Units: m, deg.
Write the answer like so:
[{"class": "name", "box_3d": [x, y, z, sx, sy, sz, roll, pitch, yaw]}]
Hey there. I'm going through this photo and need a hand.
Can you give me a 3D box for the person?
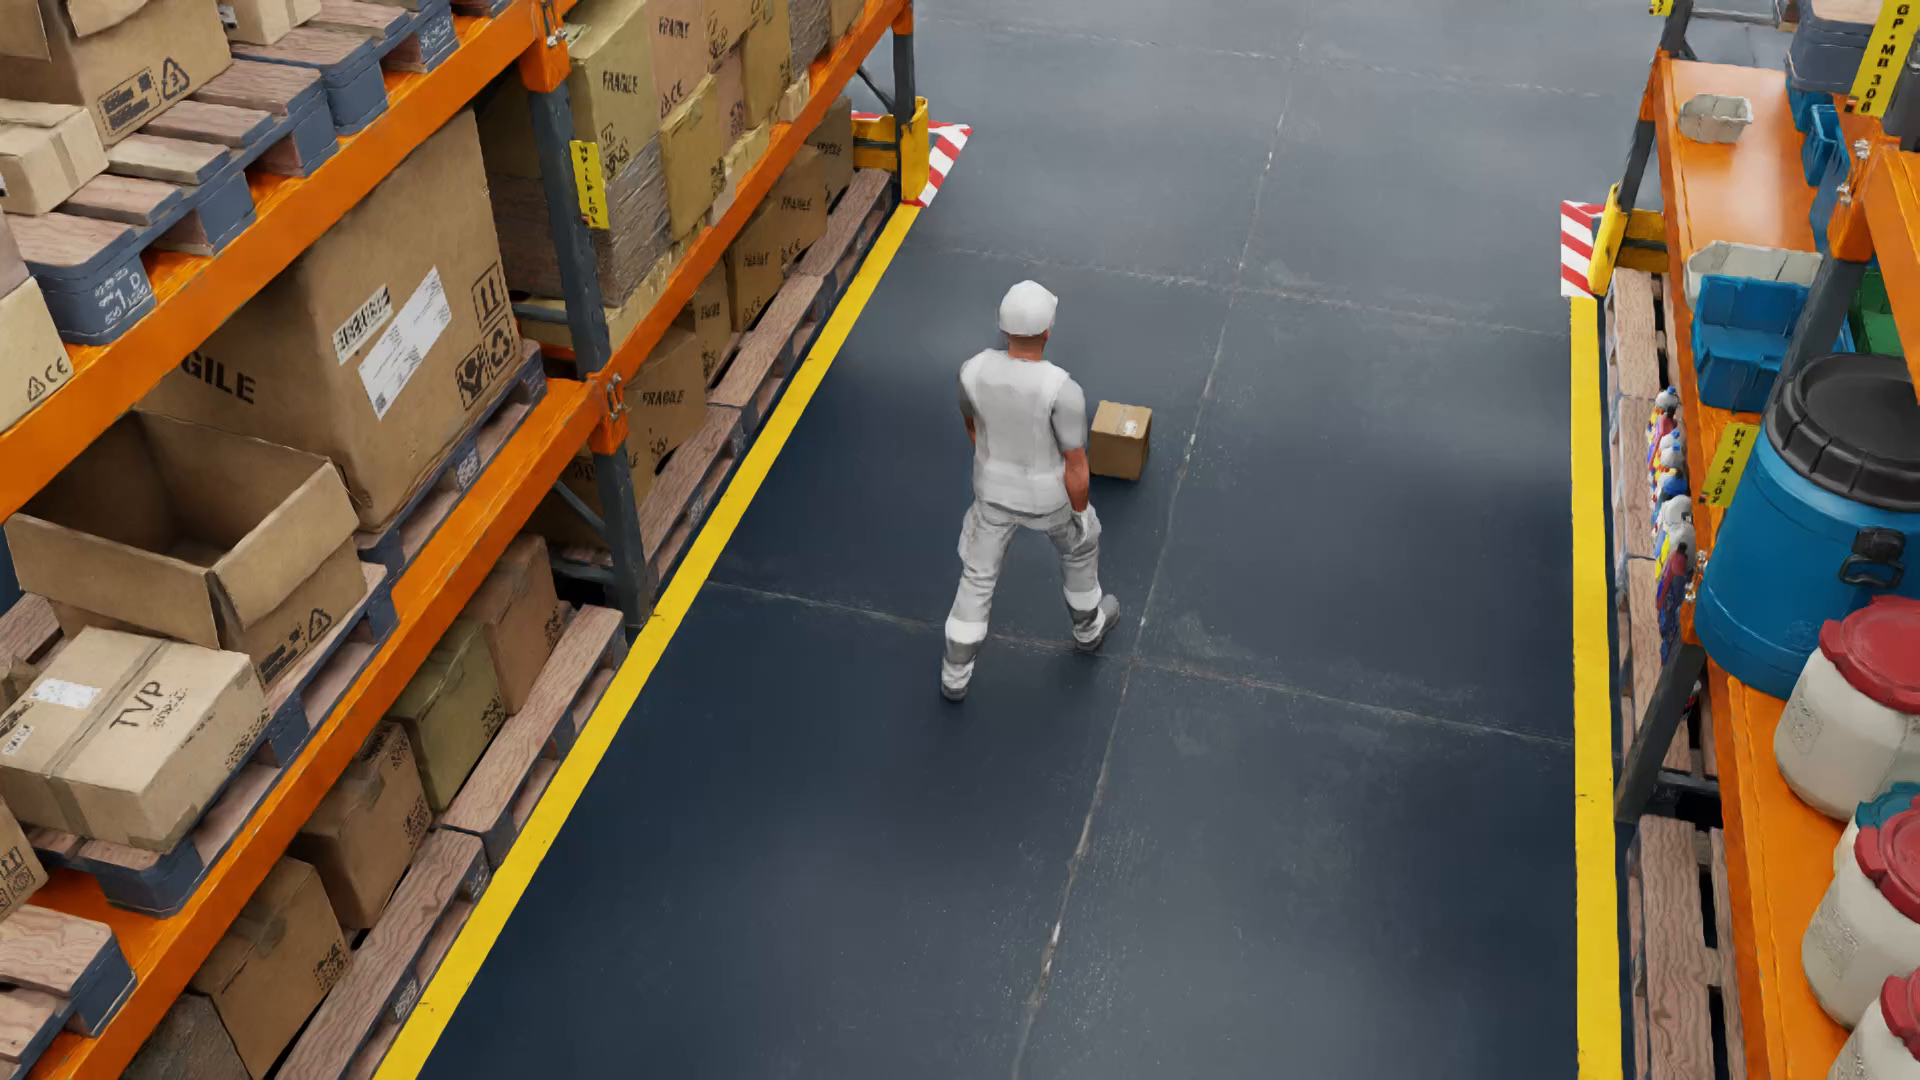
[{"class": "person", "box_3d": [0.270, -0.193, 6.389, 0.611, 1.755, 0.805, 16, 43, 18]}]
